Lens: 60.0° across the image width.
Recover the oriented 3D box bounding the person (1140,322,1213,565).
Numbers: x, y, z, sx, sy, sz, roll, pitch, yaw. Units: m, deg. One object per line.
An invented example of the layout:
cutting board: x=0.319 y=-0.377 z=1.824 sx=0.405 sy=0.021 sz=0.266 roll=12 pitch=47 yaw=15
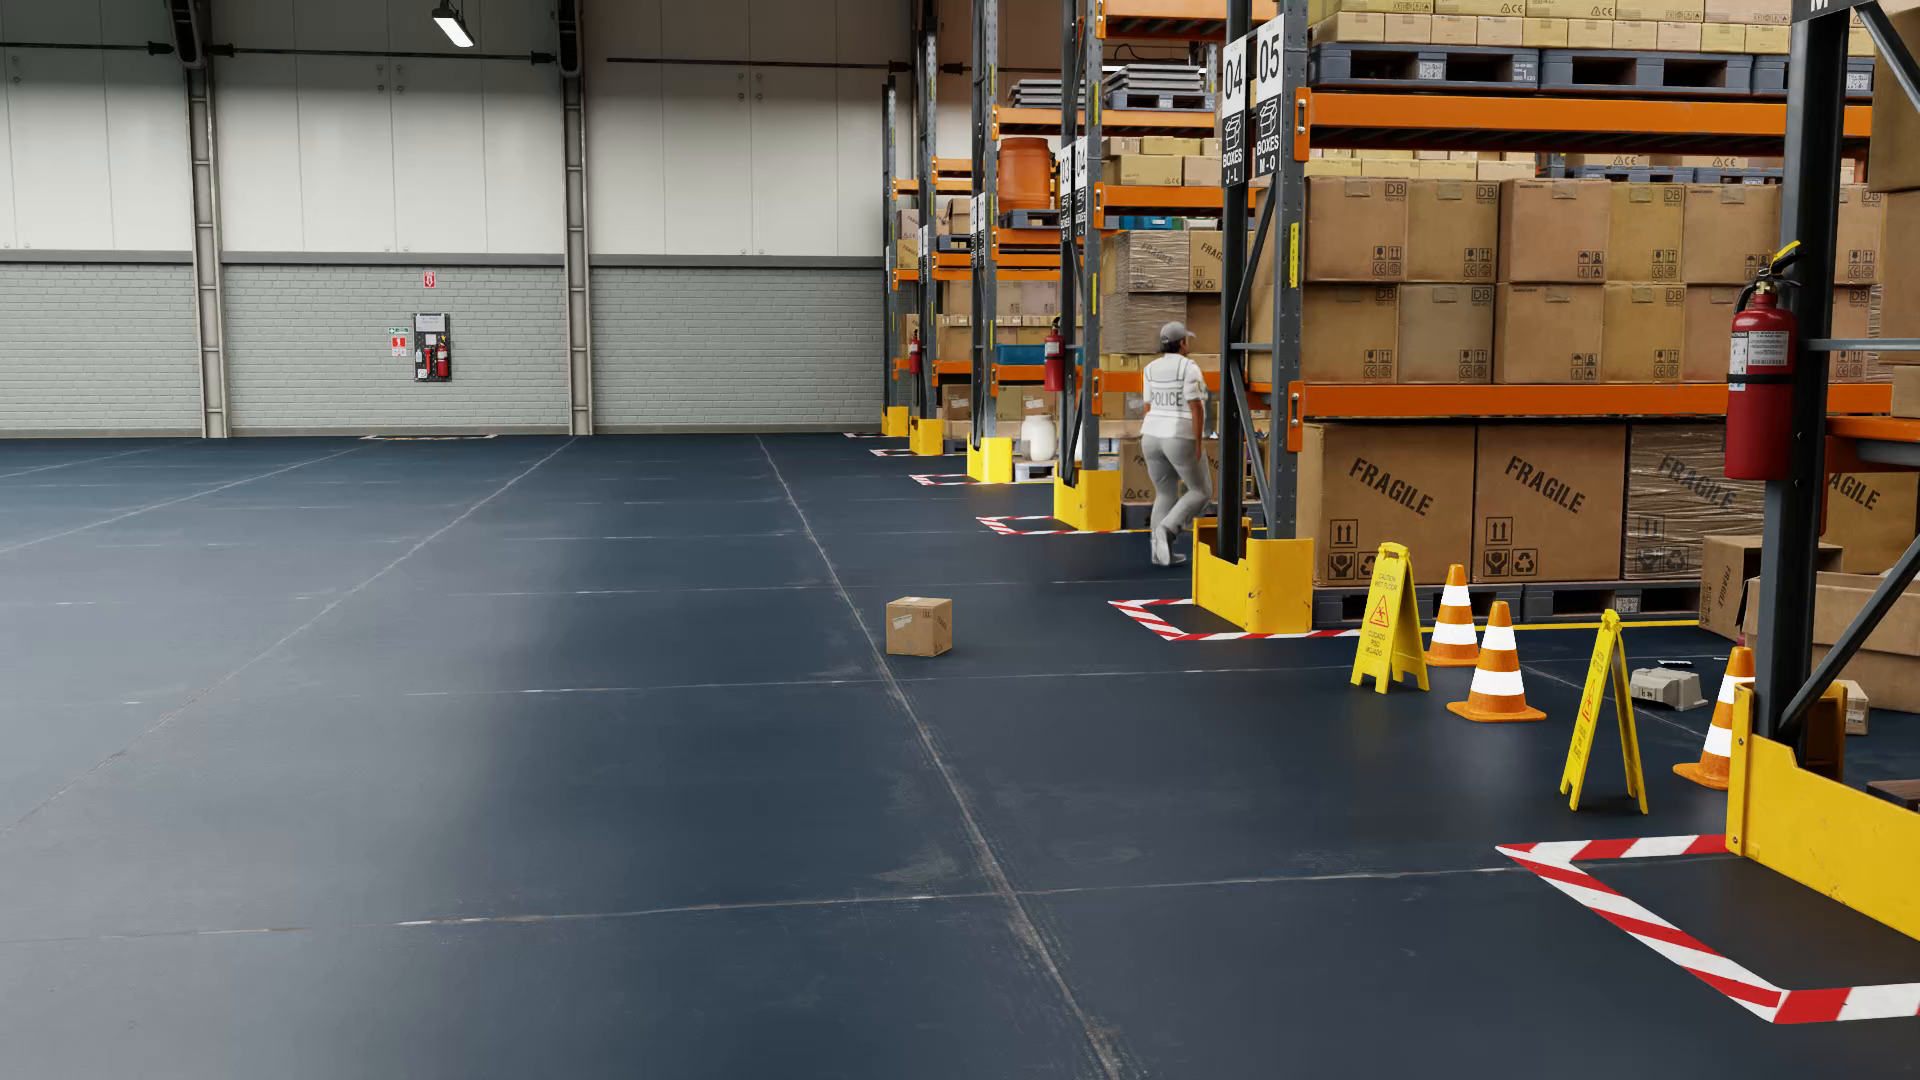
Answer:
person: x=1.431 y=-0.648 z=11.264 sx=0.490 sy=1.651 sz=0.496 roll=6 pitch=9 yaw=41
